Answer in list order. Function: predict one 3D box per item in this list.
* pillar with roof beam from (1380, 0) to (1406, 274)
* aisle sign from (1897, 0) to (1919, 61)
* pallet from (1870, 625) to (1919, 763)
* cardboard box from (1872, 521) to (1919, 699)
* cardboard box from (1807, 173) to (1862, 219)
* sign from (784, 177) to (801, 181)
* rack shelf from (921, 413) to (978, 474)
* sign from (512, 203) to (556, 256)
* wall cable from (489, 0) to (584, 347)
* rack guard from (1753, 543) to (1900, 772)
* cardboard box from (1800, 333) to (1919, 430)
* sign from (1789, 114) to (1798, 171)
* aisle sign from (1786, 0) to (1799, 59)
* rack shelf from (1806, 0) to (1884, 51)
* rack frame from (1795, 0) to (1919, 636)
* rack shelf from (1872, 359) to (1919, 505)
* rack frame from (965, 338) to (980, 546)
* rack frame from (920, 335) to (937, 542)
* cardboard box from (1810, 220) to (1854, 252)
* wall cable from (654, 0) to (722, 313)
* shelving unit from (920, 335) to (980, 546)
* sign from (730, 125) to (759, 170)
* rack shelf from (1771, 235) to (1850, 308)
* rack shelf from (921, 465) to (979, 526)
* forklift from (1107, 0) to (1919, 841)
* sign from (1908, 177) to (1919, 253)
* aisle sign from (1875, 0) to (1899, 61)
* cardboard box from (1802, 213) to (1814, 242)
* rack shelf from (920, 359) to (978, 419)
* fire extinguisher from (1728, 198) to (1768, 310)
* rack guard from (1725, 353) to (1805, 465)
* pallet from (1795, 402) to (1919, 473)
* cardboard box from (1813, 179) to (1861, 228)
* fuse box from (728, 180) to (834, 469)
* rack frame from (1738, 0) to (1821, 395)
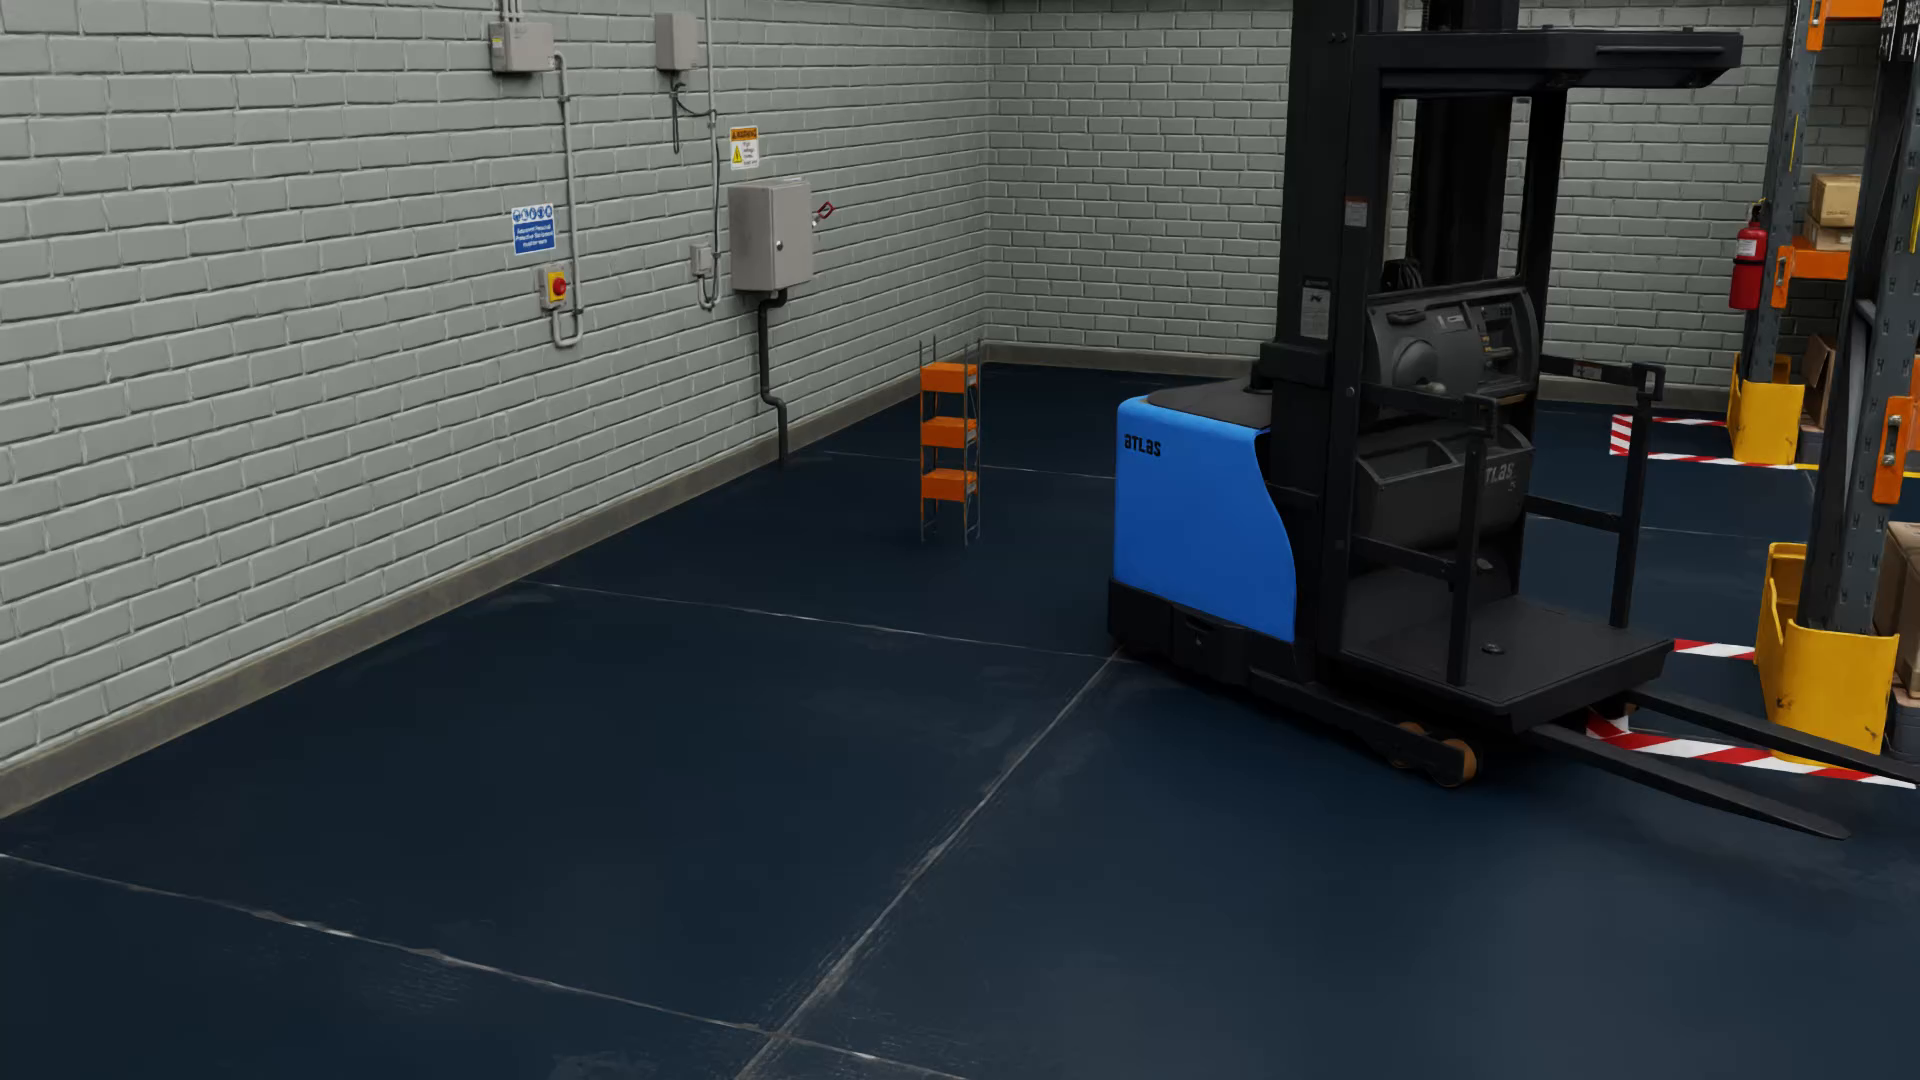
[{"bbox_3d":[1.366,-4.346,7.502,0.400,9.000,9.100,6,17,21],"label":"pillar with roof beam"},{"bbox_3d":[3.132,-1.964,5.397,0.004,0.787,0.394,6,17,21],"label":"aisle sign"},{"bbox_3d":[4.078,0.617,6.170,1.213,0.211,1.003,6,17,21],"label":"pallet"},{"bbox_3d":[3.956,0.287,6.149,0.875,0.438,0.875,6,17,19],"label":"cardboard box"},{"bbox_3d":[5.648,-2.164,10.483,0.500,0.250,0.500,7,18,22],"label":"cardboard box"},{"bbox_3d":[-1.054,-1.988,10.312,0.001,0.494,0.329,6,17,21],"label":"sign"},{"bbox_3d":[-0.050,-0.499,8.549,0.240,0.259,0.215,6,17,21],"label":"rack shelf"},{"bbox_3d":[-2.024,-1.478,7.900,0.001,0.218,0.327,6,17,21],"label":"sign"},{"bbox_3d":[-1.949,-1.858,7.813,0.123,1.953,0.585,6,17,21],"label":"wall cable"},{"bbox_3d":[3.283,0.414,6.350,0.348,0.500,1.175,6,17,21],"label":"rack guard"},{"bbox_3d":[5.657,-0.987,10.418,0.637,0.503,0.797,6,17,18],"label":"cardboard box"},{"bbox_3d":[4.924,-2.347,9.824,0.005,0.325,0.100,6,17,21],"label":"sign"},{"bbox_3d":[4.952,-3.251,9.828,0.004,0.787,0.394,6,17,21],"label":"aisle sign"},{"bbox_3d":[6.983,-2.962,9.406,4.000,0.370,1.077,6,17,21],"label":"rack shelf"},{"bbox_3d":[3.305,-0.784,5.993,0.127,3.000,1.000,6,17,21],"label":"rack frame"},{"bbox_3d":[5.166,-0.234,5.389,4.000,0.370,1.077,6,17,21],"label":"rack shelf"},{"bbox_3d":[0.064,-0.497,8.503,0.008,1.050,0.200,6,17,21],"label":"rack frame"},{"bbox_3d":[-0.163,-0.522,8.589,0.008,1.050,0.200,6,17,21],"label":"rack frame"},{"bbox_3d":[5.328,-1.846,10.103,0.250,0.149,0.380,6,17,20],"label":"cardboard box"},{"bbox_3d":[-1.439,-2.211,9.089,0.122,1.984,0.588,6,17,21],"label":"wall cable"},{"bbox_3d":[-0.050,-0.510,8.546,0.252,1.050,0.215,6,17,21],"label":"shelving unit"},{"bbox_3d":[-1.255,-2.288,9.693,0.001,0.242,0.339,6,17,21],"label":"sign"},{"bbox_3d":[6.983,-1.521,9.825,4.000,0.370,1.077,6,17,21],"label":"rack shelf"},{"bbox_3d":[-0.050,-0.233,8.627,0.240,0.259,0.215,6,17,21],"label":"rack shelf"},{"bbox_3d":[1.923,-0.710,5.861,1.130,2.935,3.031,-12,20,-36],"label":"forklift"},{"bbox_3d":[3.096,-1.094,5.368,0.005,0.325,0.100,6,17,21],"label":"sign"},{"bbox_3d":[3.352,-2.120,5.933,0.004,0.787,0.394,6,17,21],"label":"aisle sign"},{"bbox_3d":[5.530,-1.987,10.587,0.250,0.149,0.380,6,17,20],"label":"cardboard box"},{"bbox_3d":[-0.050,-0.772,8.470,0.240,0.259,0.215,6,17,21],"label":"rack shelf"},{"bbox_3d":[4.816,-1.750,10.131,0.183,0.674,0.296,6,17,21],"label":"fire extinguisher"},{"bbox_3d":[5.194,-0.863,10.751,0.348,0.500,1.175,6,17,21],"label":"rack guard"},{"bbox_3d":[5.936,-0.643,10.511,1.213,0.211,1.003,6,17,21],"label":"pallet"},{"bbox_3d":[5.446,-2.026,10.008,0.500,0.250,0.500,6,17,21],"label":"cardboard box"},{"bbox_3d":[-1.042,-1.266,9.964,0.414,1.711,0.539,6,17,21],"label":"fuse box"},{"bbox_3d":[5.123,-2.072,10.429,0.127,3.000,1.000,6,17,21],"label":"rack frame"}]
